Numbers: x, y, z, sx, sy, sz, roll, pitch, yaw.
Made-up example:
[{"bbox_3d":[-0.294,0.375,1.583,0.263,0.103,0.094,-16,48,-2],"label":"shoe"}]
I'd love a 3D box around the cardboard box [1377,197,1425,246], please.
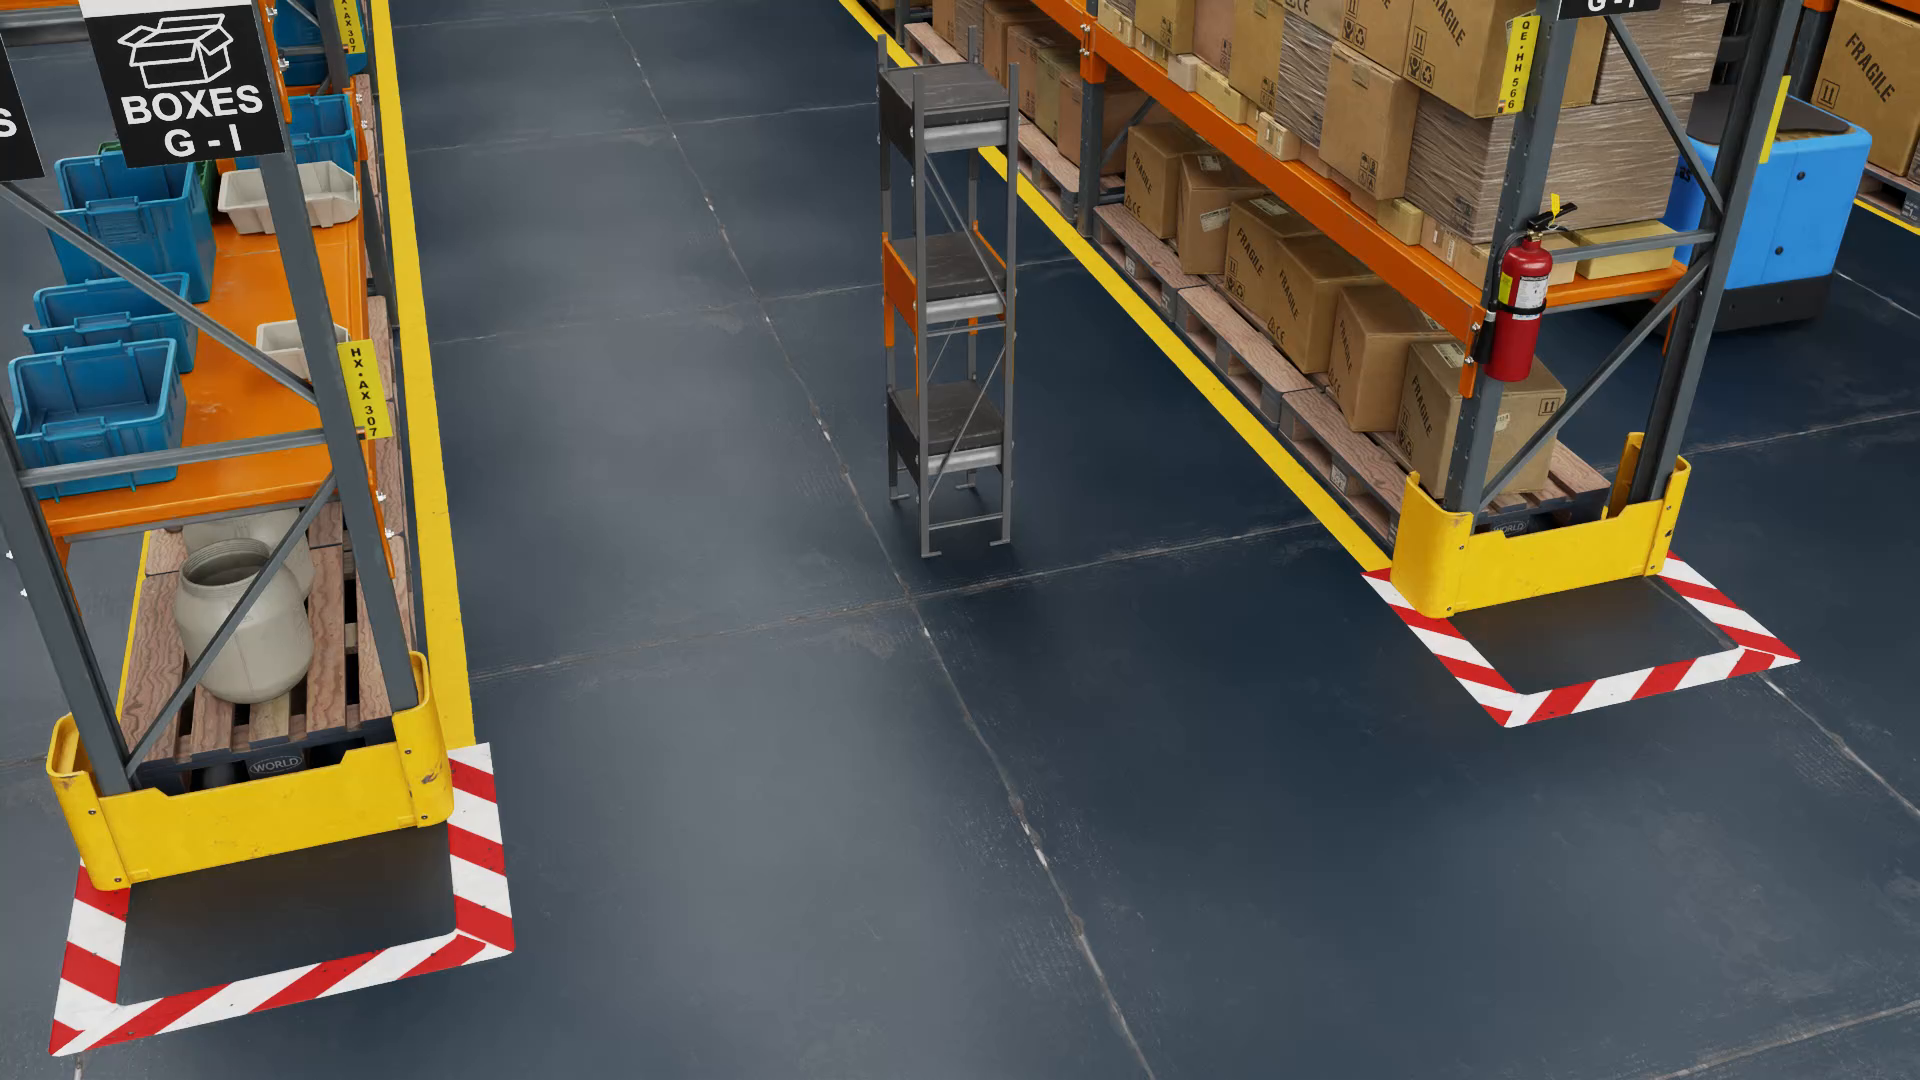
[{"bbox_3d":[1.937,-1.336,6.778,0.380,0.149,0.250,-10,35,-15],"label":"cardboard box"}]

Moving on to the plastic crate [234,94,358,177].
[{"bbox_3d":[-2.920,-1.741,7.299,0.499,0.251,0.616,-10,35,-15],"label":"plastic crate"}]

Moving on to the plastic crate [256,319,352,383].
[{"bbox_3d":[-2.262,-0.653,5.756,0.298,0.136,0.250,-10,35,-15],"label":"plastic crate"}]

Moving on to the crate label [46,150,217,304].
[{"bbox_3d":[-3.115,-1.174,6.274,0.502,0.435,0.616,-10,35,-15],"label":"crate label"}]

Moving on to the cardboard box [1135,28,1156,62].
[{"bbox_3d":[1.147,-2.643,8.757,0.380,0.149,0.250,-10,35,-15],"label":"cardboard box"}]

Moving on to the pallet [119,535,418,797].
[{"bbox_3d":[-2.607,0.465,6.354,1.003,0.211,1.213,-10,35,-15],"label":"pallet"}]

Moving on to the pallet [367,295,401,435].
[{"bbox_3d":[-3.351,-0.816,8.293,1.003,0.211,1.213,-10,35,-15],"label":"pallet"}]

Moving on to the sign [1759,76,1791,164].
[{"bbox_3d":[2.938,-1.524,6.051,0.100,0.325,0.005,-10,35,-15],"label":"sign"}]

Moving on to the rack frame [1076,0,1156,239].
[{"bbox_3d":[1.201,-3.172,9.329,1.000,3.000,0.127,-10,35,-15],"label":"rack frame"}]

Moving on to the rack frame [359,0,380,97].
[{"bbox_3d":[-4.736,-4.439,11.247,1.000,3.000,0.127,-10,35,-15],"label":"rack frame"}]

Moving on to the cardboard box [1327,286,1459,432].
[{"bbox_3d":[2.032,-0.843,7.691,0.500,0.500,0.500,-1,33,-2],"label":"cardboard box"}]

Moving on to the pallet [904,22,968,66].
[{"bbox_3d":[0.218,-3.698,12.655,1.003,0.211,1.213,-10,35,-15],"label":"pallet"}]

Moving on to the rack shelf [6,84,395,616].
[{"bbox_3d":[-2.906,-0.989,6.678,1.077,0.370,4.000,-10,35,-15],"label":"rack shelf"}]

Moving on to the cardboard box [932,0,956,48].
[{"bbox_3d":[0.204,-4.064,12.548,0.700,0.500,0.500,-12,35,-17],"label":"cardboard box"}]

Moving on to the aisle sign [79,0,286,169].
[{"bbox_3d":[-1.995,-1.335,4.191,0.394,0.787,0.004,-10,35,-15],"label":"aisle sign"}]

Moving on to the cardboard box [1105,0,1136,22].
[{"bbox_3d":[1.279,-3.091,8.846,0.875,0.500,0.500,-10,35,-15],"label":"cardboard box"}]

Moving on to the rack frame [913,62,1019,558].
[{"bbox_3d":[0.024,-0.835,6.609,0.400,2.100,0.015,-10,35,-15],"label":"rack frame"}]

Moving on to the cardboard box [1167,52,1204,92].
[{"bbox_3d":[1.269,-2.376,8.352,0.380,0.149,0.250,-10,35,-15],"label":"cardboard box"}]

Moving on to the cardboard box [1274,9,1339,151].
[{"bbox_3d":[1.901,-2.043,7.260,0.875,0.500,0.500,-10,35,-15],"label":"cardboard box"}]

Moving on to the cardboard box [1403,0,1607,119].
[{"bbox_3d":[2.018,-1.902,6.140,0.500,0.500,0.500,-10,35,-15],"label":"cardboard box"}]

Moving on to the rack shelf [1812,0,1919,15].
[{"bbox_3d":[6.565,-2.603,9.120,1.077,0.370,4.000,-10,35,-15],"label":"rack shelf"}]

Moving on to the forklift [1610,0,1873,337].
[{"bbox_3d":[3.750,-3.090,9.268,1.130,2.935,3.031,-10,35,-14],"label":"forklift"}]

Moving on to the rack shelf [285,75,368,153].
[{"bbox_3d":[-4.126,-3.089,9.856,1.077,0.370,4.000,-10,35,-15],"label":"rack shelf"}]

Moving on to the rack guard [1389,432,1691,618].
[{"bbox_3d":[2.398,-0.069,6.900,1.175,0.500,0.348,-10,35,-15],"label":"rack guard"}]

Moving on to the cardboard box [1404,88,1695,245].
[{"bbox_3d":[2.279,-1.531,6.485,0.875,0.500,0.500,-10,35,-15],"label":"cardboard box"}]

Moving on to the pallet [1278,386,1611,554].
[{"bbox_3d":[2.184,-0.381,7.635,1.003,0.211,1.213,-10,35,-15],"label":"pallet"}]

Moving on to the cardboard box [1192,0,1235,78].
[{"bbox_3d":[1.647,-2.577,8.068,0.875,0.500,0.500,-10,35,-15],"label":"cardboard box"}]

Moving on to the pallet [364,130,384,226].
[{"bbox_3d":[-4.168,-2.223,10.423,1.003,0.211,1.213,-10,35,-15],"label":"pallet"}]

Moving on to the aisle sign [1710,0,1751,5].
[{"bbox_3d":[2.726,-2.174,5.461,0.394,0.787,0.004,-10,35,-15],"label":"aisle sign"}]

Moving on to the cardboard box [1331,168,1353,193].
[{"bbox_3d":[1.838,-1.608,7.190,0.380,0.149,0.250,-10,35,-15],"label":"cardboard box"}]

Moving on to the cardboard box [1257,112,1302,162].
[{"bbox_3d":[1.580,-1.852,7.559,0.380,0.149,0.250,-10,35,-15],"label":"cardboard box"}]

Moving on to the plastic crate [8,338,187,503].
[{"bbox_3d":[-2.733,-0.389,5.253,0.499,0.251,0.616,-10,35,-15],"label":"plastic crate"}]

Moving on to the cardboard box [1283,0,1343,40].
[{"bbox_3d":[1.710,-2.426,6.934,0.500,0.500,0.500,-10,35,-15],"label":"cardboard box"}]

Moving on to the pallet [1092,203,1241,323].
[{"bbox_3d":[1.439,-1.662,9.573,1.003,0.211,1.213,-10,35,-15],"label":"pallet"}]

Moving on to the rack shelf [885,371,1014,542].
[{"bbox_3d":[-0.050,-0.368,7.196,0.431,0.518,0.480,-10,35,-15],"label":"rack shelf"}]

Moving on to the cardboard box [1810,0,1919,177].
[{"bbox_3d":[6.081,-2.900,10.464,0.875,0.875,0.875,-9,35,-14],"label":"cardboard box"}]

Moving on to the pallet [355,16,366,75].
[{"bbox_3d":[-5.016,-3.683,12.631,1.003,0.211,1.213,-10,35,-15],"label":"pallet"}]

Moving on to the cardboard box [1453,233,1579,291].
[{"bbox_3d":[2.138,-1.082,6.394,0.380,0.149,0.250,-10,35,-15],"label":"cardboard box"}]

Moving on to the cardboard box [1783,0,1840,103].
[{"bbox_3d":[5.680,-3.500,11.486,1.050,0.750,0.750,-10,35,-15],"label":"cardboard box"}]

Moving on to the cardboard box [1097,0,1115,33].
[{"bbox_3d":[0.980,-2.904,9.151,0.380,0.149,0.250,-10,35,-15],"label":"cardboard box"}]

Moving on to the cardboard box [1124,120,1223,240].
[{"bbox_3d":[1.285,-2.087,9.574,0.500,0.500,0.500,-11,35,-16],"label":"cardboard box"}]

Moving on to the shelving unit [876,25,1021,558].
[{"bbox_3d":[-0.050,-0.963,6.803,0.431,2.100,0.503,-10,35,-15],"label":"shelving unit"}]

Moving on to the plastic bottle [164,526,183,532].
[{"bbox_3d":[-3.274,-0.145,6.888,0.097,0.201,0.097,0,33,0],"label":"plastic bottle"}]

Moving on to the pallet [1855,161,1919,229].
[{"bbox_3d":[6.113,-2.377,10.656,1.003,0.211,1.213,-10,35,-15],"label":"pallet"}]

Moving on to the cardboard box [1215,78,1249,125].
[{"bbox_3d":[1.450,-2.118,7.963,0.380,0.149,0.250,-10,35,-15],"label":"cardboard box"}]

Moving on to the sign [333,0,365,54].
[{"bbox_3d":[-2.989,-2.541,8.124,0.100,0.325,0.005,-10,35,-15],"label":"sign"}]

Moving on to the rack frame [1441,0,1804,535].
[{"bbox_3d":[2.421,-1.072,6.151,1.000,3.000,0.127,-10,35,-15],"label":"rack frame"}]

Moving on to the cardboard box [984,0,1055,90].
[{"bbox_3d":[0.565,-3.479,11.662,0.700,0.500,0.500,-7,34,-11],"label":"cardboard box"}]

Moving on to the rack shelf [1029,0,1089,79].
[{"bbox_3d":[0.591,-3.922,11.117,1.077,0.370,4.000,-10,35,-15],"label":"rack shelf"}]

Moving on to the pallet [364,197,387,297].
[{"bbox_3d":[-3.792,-1.581,9.452,1.003,0.211,1.213,-10,35,-15],"label":"pallet"}]

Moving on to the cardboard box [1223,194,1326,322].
[{"bbox_3d":[1.731,-1.475,8.648,0.500,0.500,0.500,-13,36,-19],"label":"cardboard box"}]

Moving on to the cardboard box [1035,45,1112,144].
[{"bbox_3d":[0.907,-2.892,10.774,0.700,0.500,0.500,-10,35,-15],"label":"cardboard box"}]

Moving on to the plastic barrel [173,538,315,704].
[{"bbox_3d":[-2.569,0.291,5.964,0.421,0.512,0.421,0,33,0],"label":"plastic barrel"}]
